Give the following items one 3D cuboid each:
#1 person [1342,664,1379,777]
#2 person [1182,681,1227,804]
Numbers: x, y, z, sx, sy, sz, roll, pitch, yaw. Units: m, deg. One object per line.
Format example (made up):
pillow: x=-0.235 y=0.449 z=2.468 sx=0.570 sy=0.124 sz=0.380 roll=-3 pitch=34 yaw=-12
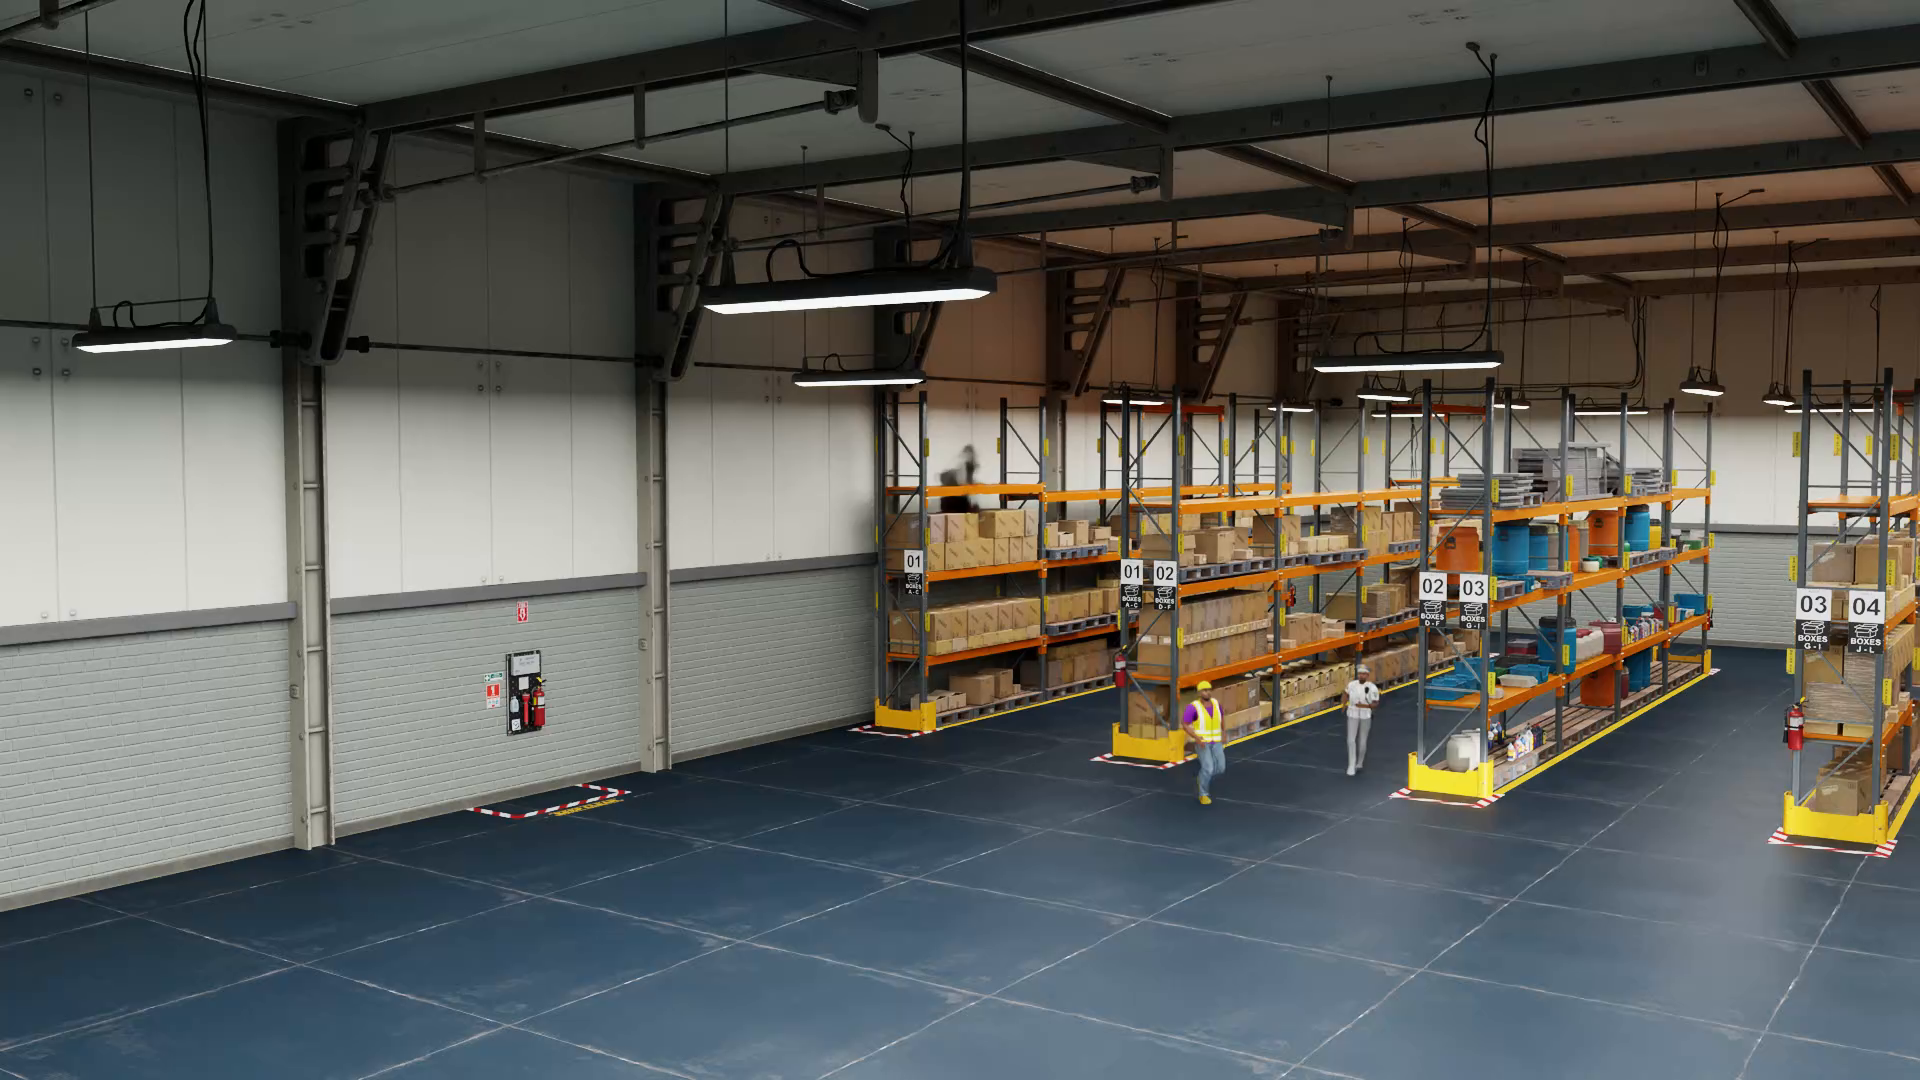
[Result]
person: x=6.138 y=2.755 z=25.500 sx=0.566 sy=1.736 sz=0.685 roll=1 pitch=3 yaw=16
person: x=3.477 y=2.843 z=23.439 sx=0.702 sy=1.727 sz=0.536 roll=-1 pitch=3 yaw=-23
